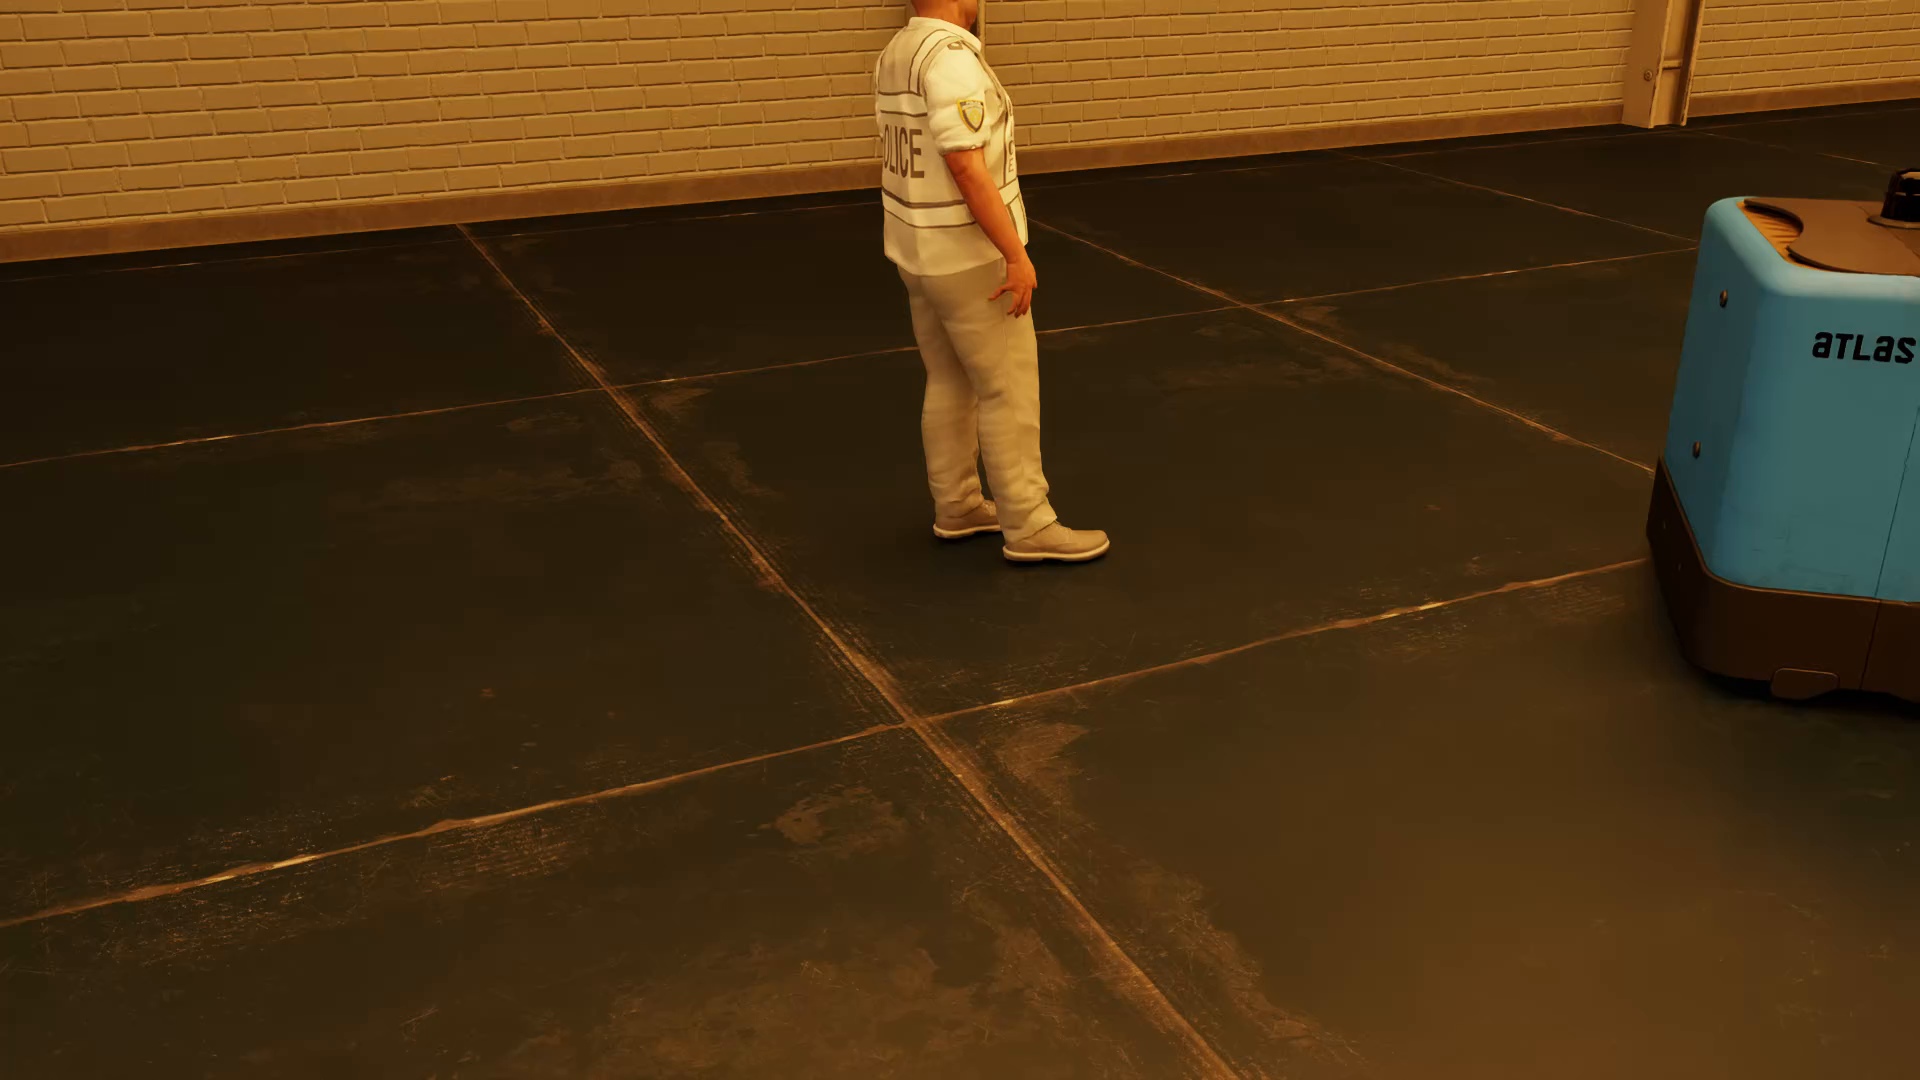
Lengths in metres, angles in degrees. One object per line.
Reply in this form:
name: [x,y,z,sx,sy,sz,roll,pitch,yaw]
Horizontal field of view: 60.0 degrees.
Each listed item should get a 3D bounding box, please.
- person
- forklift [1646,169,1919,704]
person: [0.076,-0.839,4.783,0.573,1.781,0.641,-10,25,-23]
forklift: [3.413,-1.008,3.712,3.031,2.935,1.130,6,23,13]
